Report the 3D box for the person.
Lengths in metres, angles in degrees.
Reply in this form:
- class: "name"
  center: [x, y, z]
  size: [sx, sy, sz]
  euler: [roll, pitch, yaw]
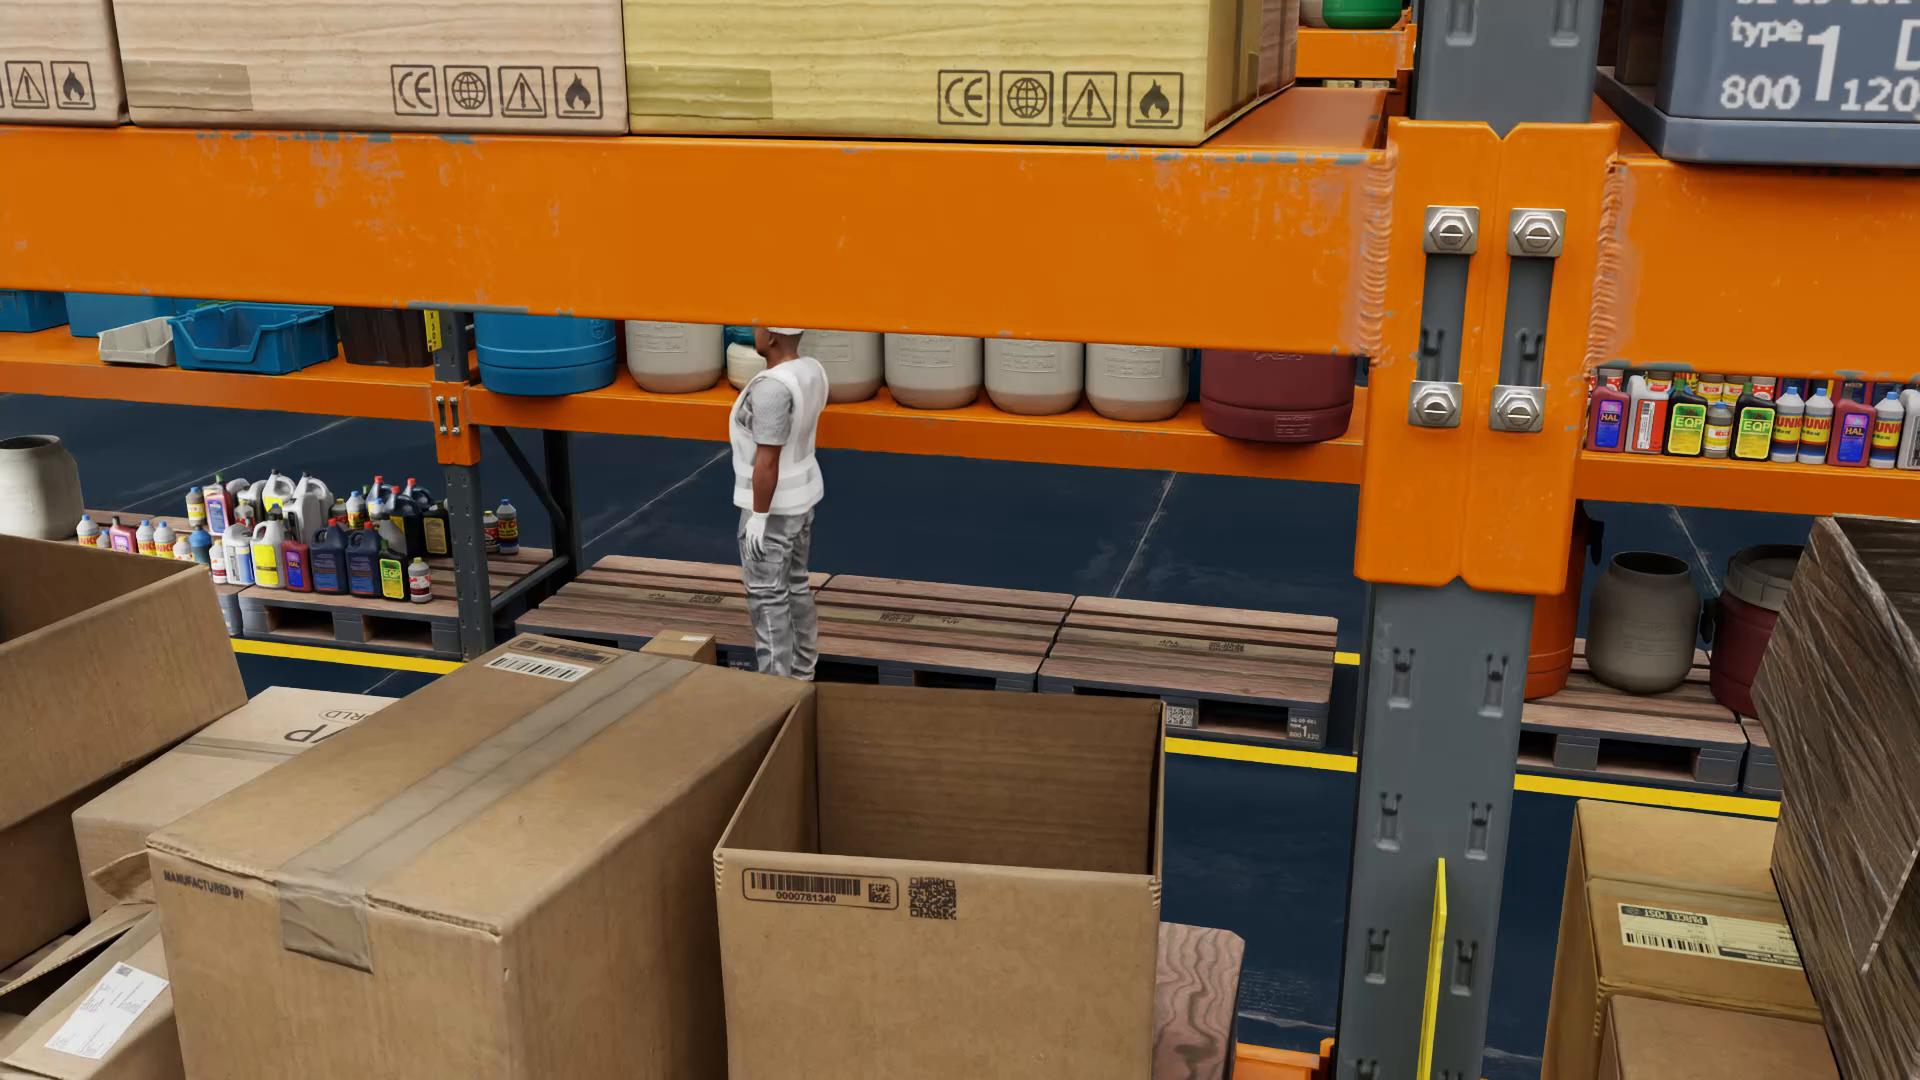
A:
- class: "person"
  center: [-0.782, -0.144, 6.908]
  size: [0.417, 1.798, 0.572]
  euler: [5, 19, 14]
